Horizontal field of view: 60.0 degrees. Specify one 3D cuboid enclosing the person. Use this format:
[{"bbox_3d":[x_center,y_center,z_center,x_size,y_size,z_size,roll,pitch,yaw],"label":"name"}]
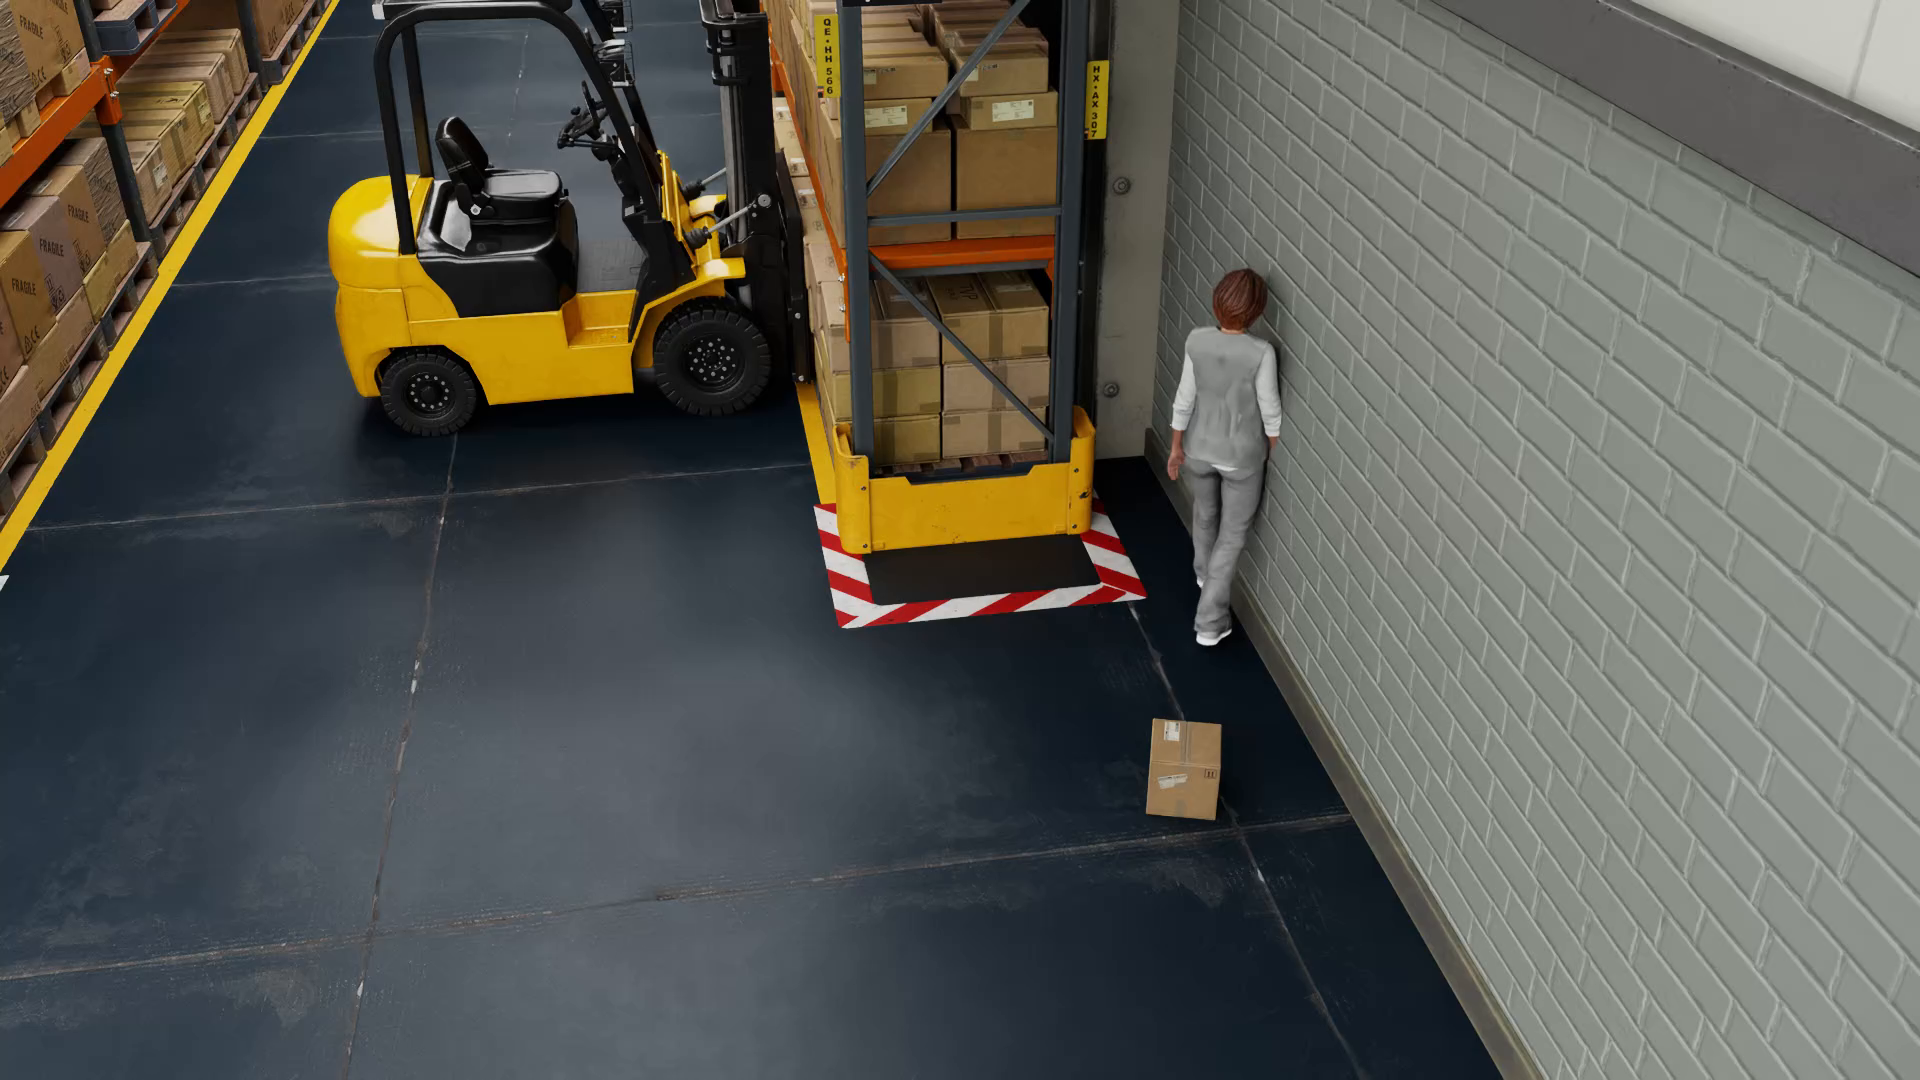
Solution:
[{"bbox_3d":[1.107,-0.379,6.751,0.445,1.573,0.718,16,34,24],"label":"person"}]
